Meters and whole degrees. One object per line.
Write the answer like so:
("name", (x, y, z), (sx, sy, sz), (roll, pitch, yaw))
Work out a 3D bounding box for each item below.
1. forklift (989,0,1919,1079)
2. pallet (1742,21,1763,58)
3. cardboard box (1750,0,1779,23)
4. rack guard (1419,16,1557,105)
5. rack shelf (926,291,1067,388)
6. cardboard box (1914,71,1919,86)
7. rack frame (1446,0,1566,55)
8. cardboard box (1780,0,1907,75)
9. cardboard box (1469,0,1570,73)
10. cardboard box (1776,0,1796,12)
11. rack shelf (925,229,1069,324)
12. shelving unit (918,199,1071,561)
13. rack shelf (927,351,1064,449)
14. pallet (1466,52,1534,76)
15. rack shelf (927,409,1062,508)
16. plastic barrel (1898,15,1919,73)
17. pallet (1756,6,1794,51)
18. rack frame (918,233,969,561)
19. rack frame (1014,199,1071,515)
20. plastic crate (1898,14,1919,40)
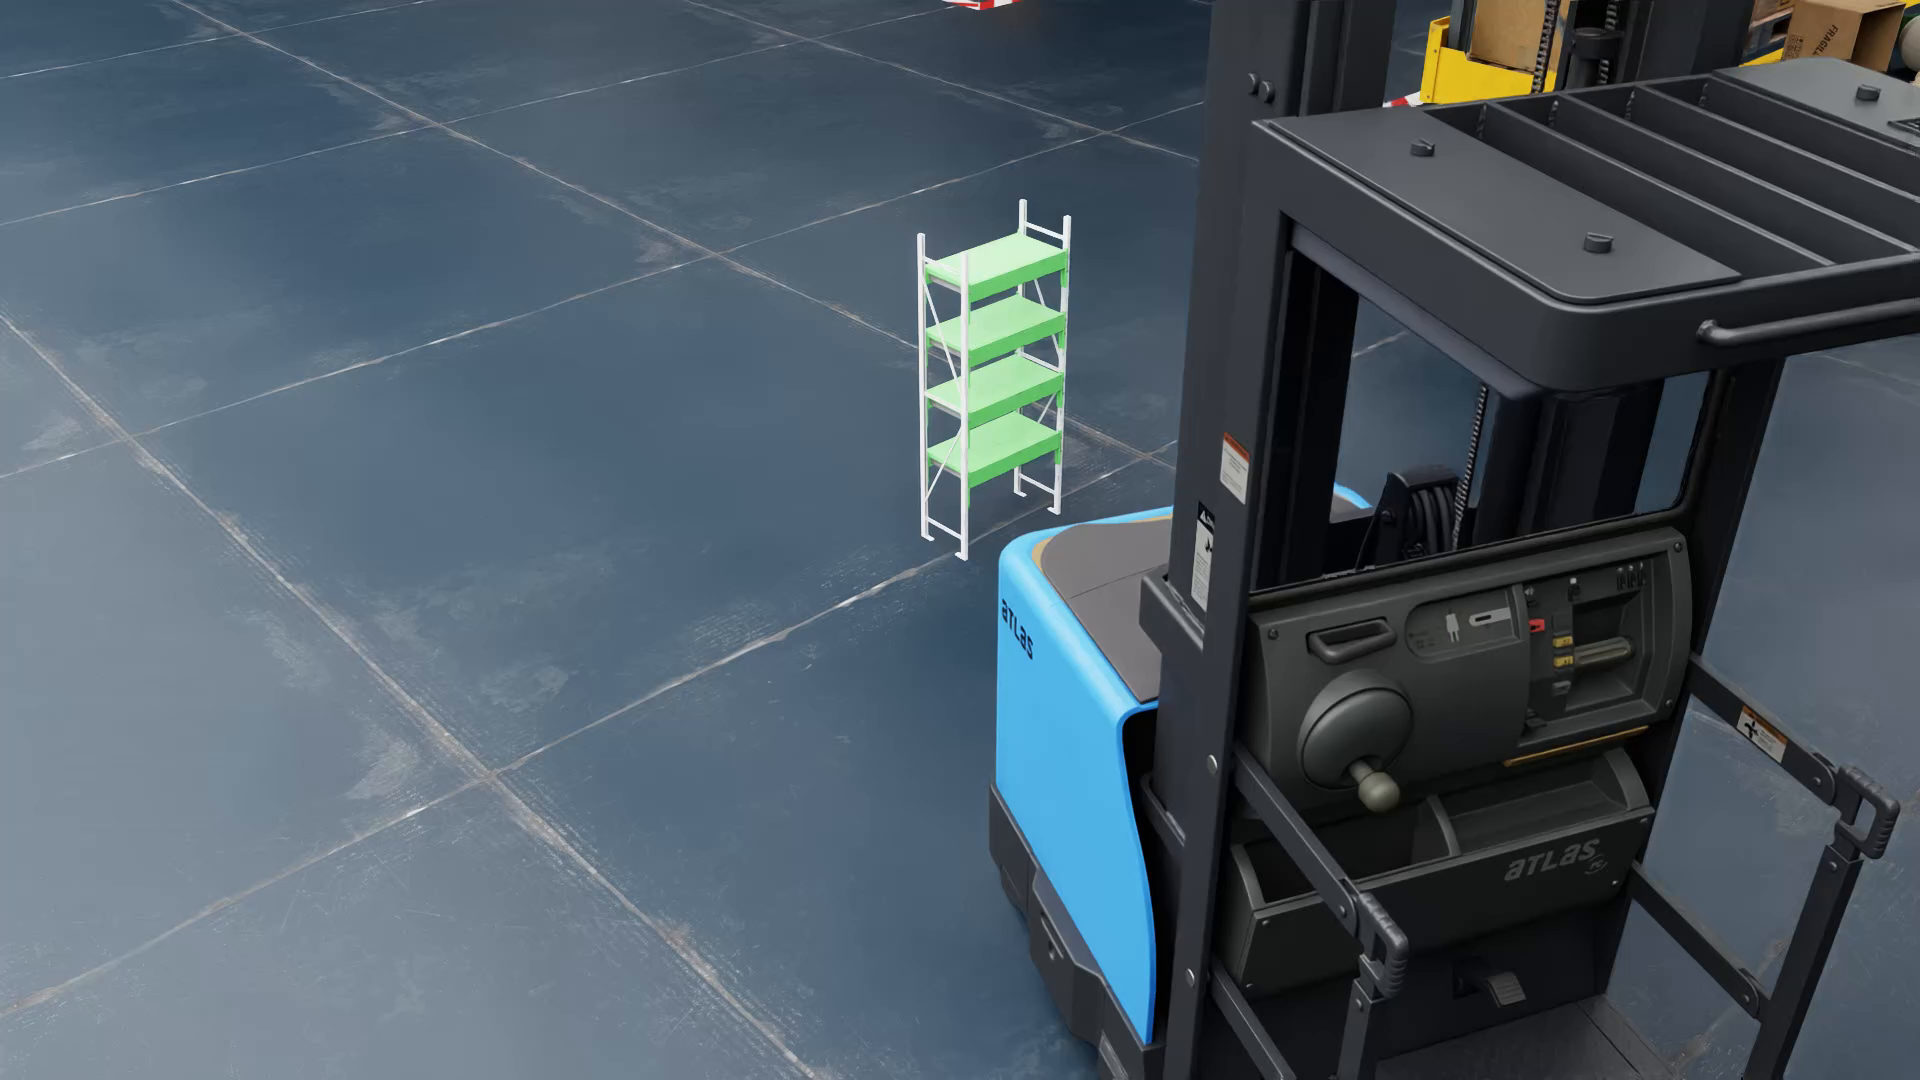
("forklift", (1.054, 0.297, 2.955), (1.130, 2.935, 3.031), (-11, 33, -17))
("pallet", (4.987, -3.599, 11.933), (1.213, 0.211, 1.003), (-26, 40, -35))
("cardboard box", (5.325, -4.218, 11.908), (0.875, 0.875, 0.875), (-25, 40, -35))
("rack guard", (3.542, -2.969, 10.627), (0.348, 0.500, 1.175), (-26, 40, -35))
("rack shelf", (0.121, -0.721, 5.941), (0.480, 0.148, 0.258), (-26, 40, -35))
("cardboard box", (6.484, -2.983, 10.873), (0.258, 0.266, 0.396), (-19, 36, -28))
("rack frame", (3.559, -4.044, 9.989), (0.127, 3.000, 1.000), (-26, 40, -35))
("cardboard box", (6.052, -3.455, 11.418), (0.500, 0.500, 0.500), (-19, 36, -28))
("cardboard box", (4.011, -3.583, 10.868), (0.875, 0.875, 0.875), (-26, 40, -35))
("cardboard box", (5.983, -4.540, 12.433), (0.875, 0.875, 0.875), (-25, 39, -35))
("rack shelf", (0.121, -0.926, 5.816), (0.480, 0.148, 0.258), (-26, 40, -35))
("shelving unit", (0.121, -0.571, 6.033), (0.503, 1.200, 0.258), (-26, 40, -35))
("rack shelf", (0.121, -0.516, 6.066), (0.480, 0.148, 0.258), (-26, 40, -35))
("pallet", (4.092, -3.168, 11.229), (1.213, 0.211, 1.003), (-26, 40, -35))
("rack shelf", (0.121, -0.311, 6.192), (0.480, 0.148, 0.258), (-26, 40, -35))
("plastic barrel", (6.703, -3.375, 11.363), (0.421, 0.421, 0.512), (-1, 31, -2))
("pallet", (5.881, -4.034, 12.644), (1.213, 0.211, 1.003), (-26, 40, -35))
("rack frame", (-0.058, -0.484, 5.891), (0.015, 1.200, 0.240), (-26, 40, -35))
("rack frame", (0.300, -0.657, 6.175), (0.015, 1.200, 0.240), (-26, 40, -35))
("plastic crate", (7.256, -3.725, 12.107), (0.662, 0.188, 0.450), (-7, 22, -11))
